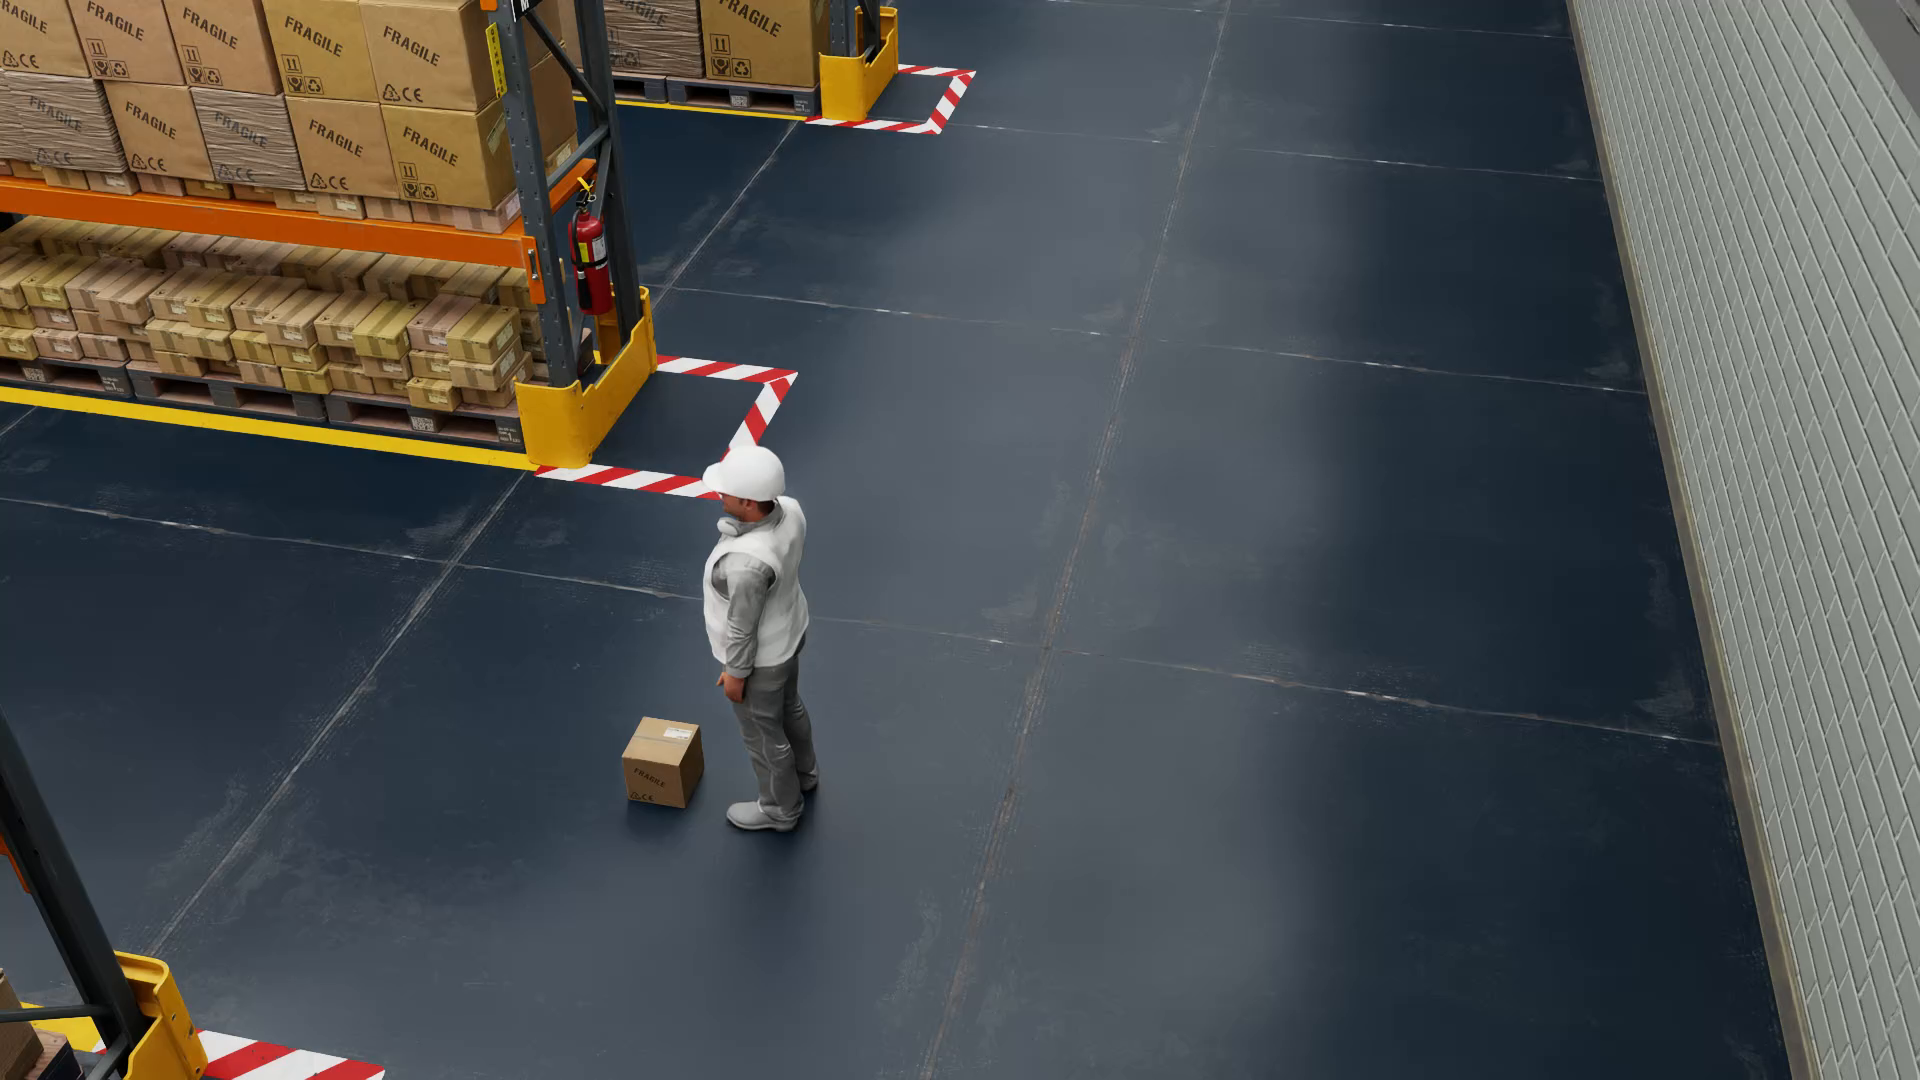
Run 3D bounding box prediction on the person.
[{"bbox_3d":[-0.779,0.400,6.425,0.356,1.808,0.534,8,37,11],"label":"person"}]
